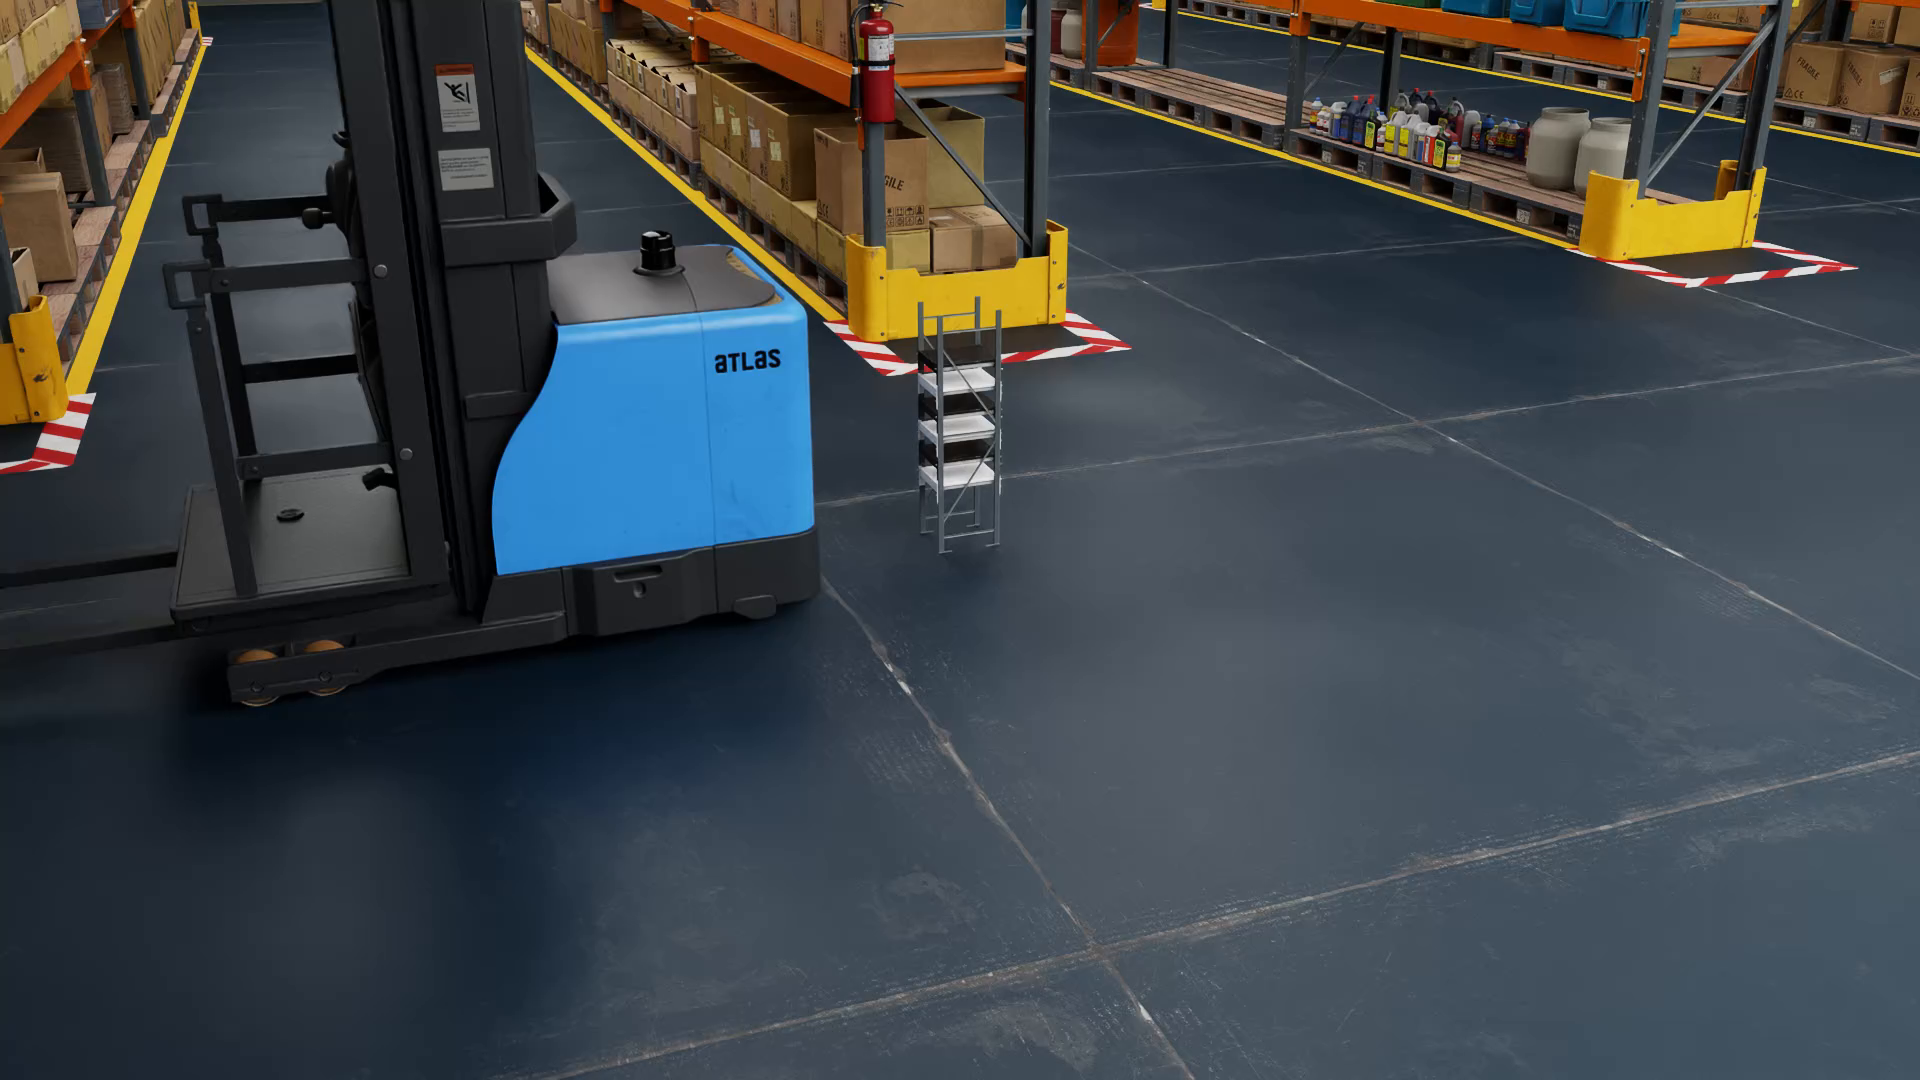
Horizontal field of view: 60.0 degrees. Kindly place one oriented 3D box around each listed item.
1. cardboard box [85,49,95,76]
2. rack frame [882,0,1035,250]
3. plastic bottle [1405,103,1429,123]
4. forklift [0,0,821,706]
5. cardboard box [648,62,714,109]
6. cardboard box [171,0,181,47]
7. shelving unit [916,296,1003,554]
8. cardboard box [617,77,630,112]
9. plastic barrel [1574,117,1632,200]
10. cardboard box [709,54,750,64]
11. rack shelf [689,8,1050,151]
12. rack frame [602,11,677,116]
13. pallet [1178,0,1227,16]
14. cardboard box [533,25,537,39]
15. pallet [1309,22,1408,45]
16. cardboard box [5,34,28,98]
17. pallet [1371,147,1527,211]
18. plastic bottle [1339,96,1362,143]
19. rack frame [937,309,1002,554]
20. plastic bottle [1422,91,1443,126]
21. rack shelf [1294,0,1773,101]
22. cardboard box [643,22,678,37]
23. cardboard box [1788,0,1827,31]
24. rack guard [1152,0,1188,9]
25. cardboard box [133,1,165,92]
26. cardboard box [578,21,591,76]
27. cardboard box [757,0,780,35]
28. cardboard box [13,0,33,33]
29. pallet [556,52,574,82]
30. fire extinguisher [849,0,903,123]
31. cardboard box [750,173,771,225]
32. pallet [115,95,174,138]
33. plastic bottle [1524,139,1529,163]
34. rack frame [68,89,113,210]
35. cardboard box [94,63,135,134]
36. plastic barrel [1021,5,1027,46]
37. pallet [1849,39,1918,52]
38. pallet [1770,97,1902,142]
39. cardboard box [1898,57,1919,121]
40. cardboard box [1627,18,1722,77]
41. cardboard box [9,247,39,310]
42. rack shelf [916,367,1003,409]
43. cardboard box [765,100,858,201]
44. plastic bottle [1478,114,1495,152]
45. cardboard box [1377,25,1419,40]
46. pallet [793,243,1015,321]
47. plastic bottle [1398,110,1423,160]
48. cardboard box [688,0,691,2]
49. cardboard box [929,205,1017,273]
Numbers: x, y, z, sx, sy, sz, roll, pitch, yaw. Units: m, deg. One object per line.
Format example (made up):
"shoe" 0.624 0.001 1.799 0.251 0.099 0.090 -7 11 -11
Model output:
"cardboard box" -7.033 -3.715 12.889 0.500 0.250 0.500 -8 24 -18
"rack frame" -0.022 -2.563 8.468 0.949 2.616 0.053 -8 24 -19
"plastic bottle" 3.638 -3.349 13.273 0.152 0.276 0.135 -8 24 -19
"forklift" -2.046 -1.077 5.032 3.031 2.935 1.130 -8 24 -19
"cardboard box" -2.207 -3.679 13.394 0.500 0.311 0.500 -8 24 -19
"cardboard box" -9.413 -5.939 19.158 0.700 0.500 0.500 -8 24 -18
"shelving unit" -0.003 -0.418 6.082 0.258 0.900 0.210 -8 24 -19
"cardboard box" -2.757 -3.983 14.838 0.500 0.250 0.500 -9 24 -20
"plastic barrel" 4.312 -2.517 11.022 0.421 0.512 0.421 0 23 0
"cardboard box" -1.890 -3.944 14.023 0.500 0.311 0.500 -8 24 -18
"rack shelf" -0.726 -2.958 10.333 1.077 0.370 4.000 -8 24 -19
"rack frame" -2.845 -5.470 15.366 1.000 3.000 0.127 -8 24 -19
"pallet" 3.953 -8.170 25.362 1.003 0.211 1.213 -8 24 -19
"cardboard box" -4.914 -6.108 19.985 0.380 0.149 0.250 -8 24 -19
"pallet" 5.354 -6.726 21.936 1.003 0.211 1.213 -8 24 -19
"cardboard box" -4.724 -2.230 7.845 0.500 0.250 0.500 -9 25 -21
"pallet" 3.836 -2.716 12.422 1.003 0.211 1.213 -8 24 -19
"plastic bottle" 3.100 -3.327 13.125 0.144 0.351 0.185 -8 24 -18
"rack frame" 0.033 -0.381 5.995 0.240 0.900 0.006 -8 24 -19
"plastic bottle" 3.768 -3.413 13.329 0.144 0.351 0.185 -10 25 -22
"rack shelf" 3.910 -3.637 11.942 1.077 0.370 4.000 -8 24 -19
"cardboard box" -2.929 -4.915 16.701 0.500 0.500 0.500 -9 25 -21
"cardboard box" 10.622 -6.716 21.001 0.500 0.500 0.500 -8 24 -19
"rack guard" 3.589 -8.591 25.990 1.175 0.500 0.348 -8 24 -19
"cardboard box" -7.919 -4.596 15.520 0.750 0.750 0.750 -8 24 -19
"cardboard box" -3.578 -5.016 16.942 0.500 0.500 0.500 -9 25 -21
"cardboard box" -0.904 -3.529 10.631 0.700 0.500 0.500 -8 24 -18
"cardboard box" -4.882 -2.752 8.119 0.500 0.500 0.500 -9 25 -21
"pallet" -3.936 -5.348 18.667 1.003 0.211 1.213 -8 24 -19
"fire extinguisher" -0.412 -2.421 8.231 0.296 0.674 0.183 -8 24 -19
"cardboard box" -1.026 -2.187 10.577 0.500 0.250 0.500 -8 24 -19
"pallet" -7.686 -3.801 14.996 1.003 0.211 1.213 -8 24 -19
"plastic bottle" 4.231 -2.894 12.290 0.097 0.201 0.097 0 23 0
"rack frame" -6.065 -3.335 10.302 1.000 3.000 0.127 -8 24 -19
"cardboard box" -7.175 -3.585 13.546 0.700 0.500 0.500 -8 24 -18
"plastic barrel" 0.919 -5.974 19.224 0.421 0.512 0.421 0 23 0
"pallet" 11.307 -5.890 19.952 1.003 0.211 1.213 -8 24 -19
"pallet" 8.107 -3.850 15.113 1.003 0.211 1.213 -8 24 -19
"cardboard box" 8.443 -3.843 14.184 0.500 0.500 0.500 -11 25 -24
"cardboard box" 7.291 -5.030 16.975 0.700 0.500 0.500 -11 25 -24
"cardboard box" -5.014 -1.317 8.407 0.500 0.311 0.500 -6 24 -15
"rack shelf" -0.003 -0.553 6.025 0.258 0.077 0.200 -8 24 -19
"cardboard box" -0.854 -2.350 9.999 0.500 0.500 0.500 -8 24 -19
"plastic bottle" 4.039 -3.123 12.744 0.097 0.271 0.097 0 23 0
"cardboard box" 5.892 -6.621 20.291 1.225 0.875 0.875 -8 24 -19
"pallet" -0.329 -1.550 9.656 1.003 0.211 1.213 -8 24 -19
"plastic bottle" 3.382 -3.036 12.435 0.144 0.351 0.185 -7 24 -17
"cardboard box" -1.915 -4.249 12.642 0.396 0.266 0.258 -9 24 -20
"cardboard box" -0.001 -1.715 9.456 0.500 0.250 0.500 -8 24 -19
